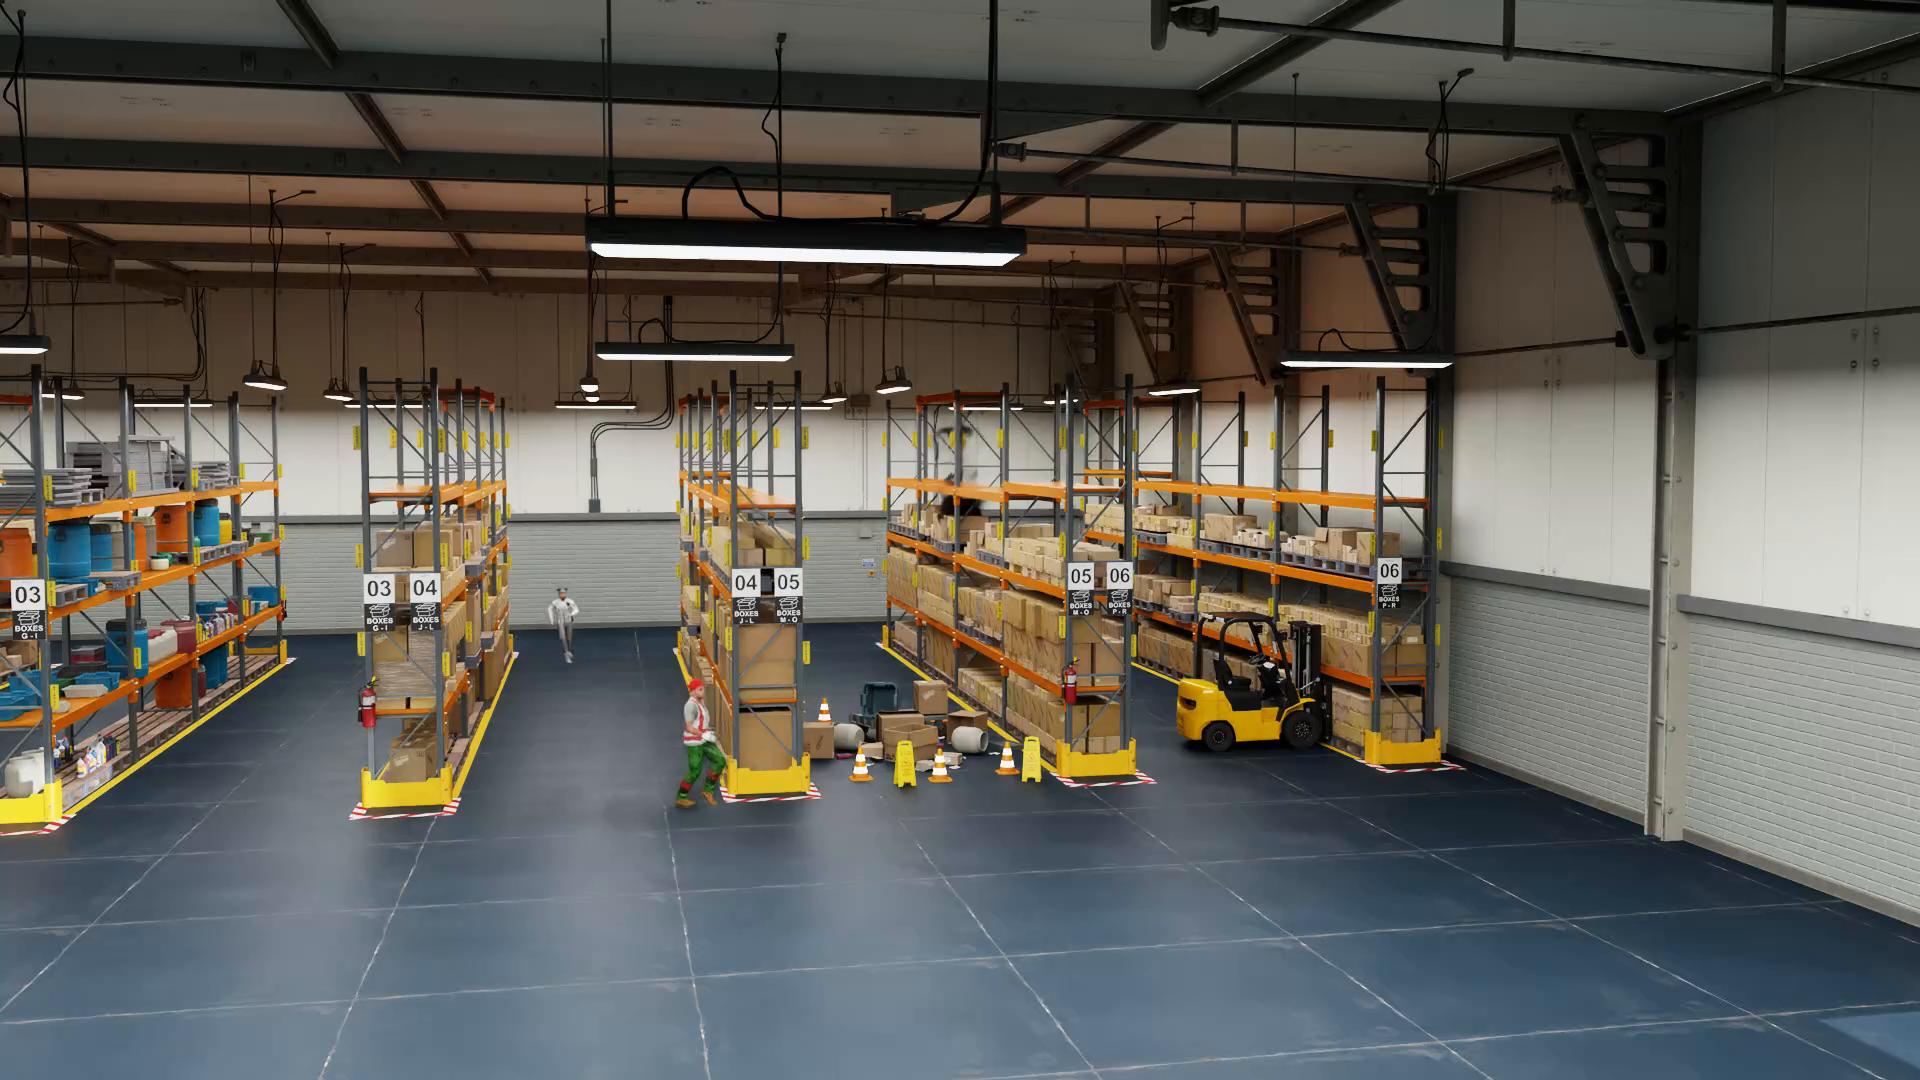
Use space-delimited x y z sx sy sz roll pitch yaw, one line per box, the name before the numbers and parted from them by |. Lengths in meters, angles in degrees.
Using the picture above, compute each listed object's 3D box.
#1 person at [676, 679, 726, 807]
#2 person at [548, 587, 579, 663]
person | -3.556 2.771 22.661 0.664 1.784 0.671 1 3 10
person | -9.005 1.922 37.809 0.657 1.726 0.834 -1 4 -18
